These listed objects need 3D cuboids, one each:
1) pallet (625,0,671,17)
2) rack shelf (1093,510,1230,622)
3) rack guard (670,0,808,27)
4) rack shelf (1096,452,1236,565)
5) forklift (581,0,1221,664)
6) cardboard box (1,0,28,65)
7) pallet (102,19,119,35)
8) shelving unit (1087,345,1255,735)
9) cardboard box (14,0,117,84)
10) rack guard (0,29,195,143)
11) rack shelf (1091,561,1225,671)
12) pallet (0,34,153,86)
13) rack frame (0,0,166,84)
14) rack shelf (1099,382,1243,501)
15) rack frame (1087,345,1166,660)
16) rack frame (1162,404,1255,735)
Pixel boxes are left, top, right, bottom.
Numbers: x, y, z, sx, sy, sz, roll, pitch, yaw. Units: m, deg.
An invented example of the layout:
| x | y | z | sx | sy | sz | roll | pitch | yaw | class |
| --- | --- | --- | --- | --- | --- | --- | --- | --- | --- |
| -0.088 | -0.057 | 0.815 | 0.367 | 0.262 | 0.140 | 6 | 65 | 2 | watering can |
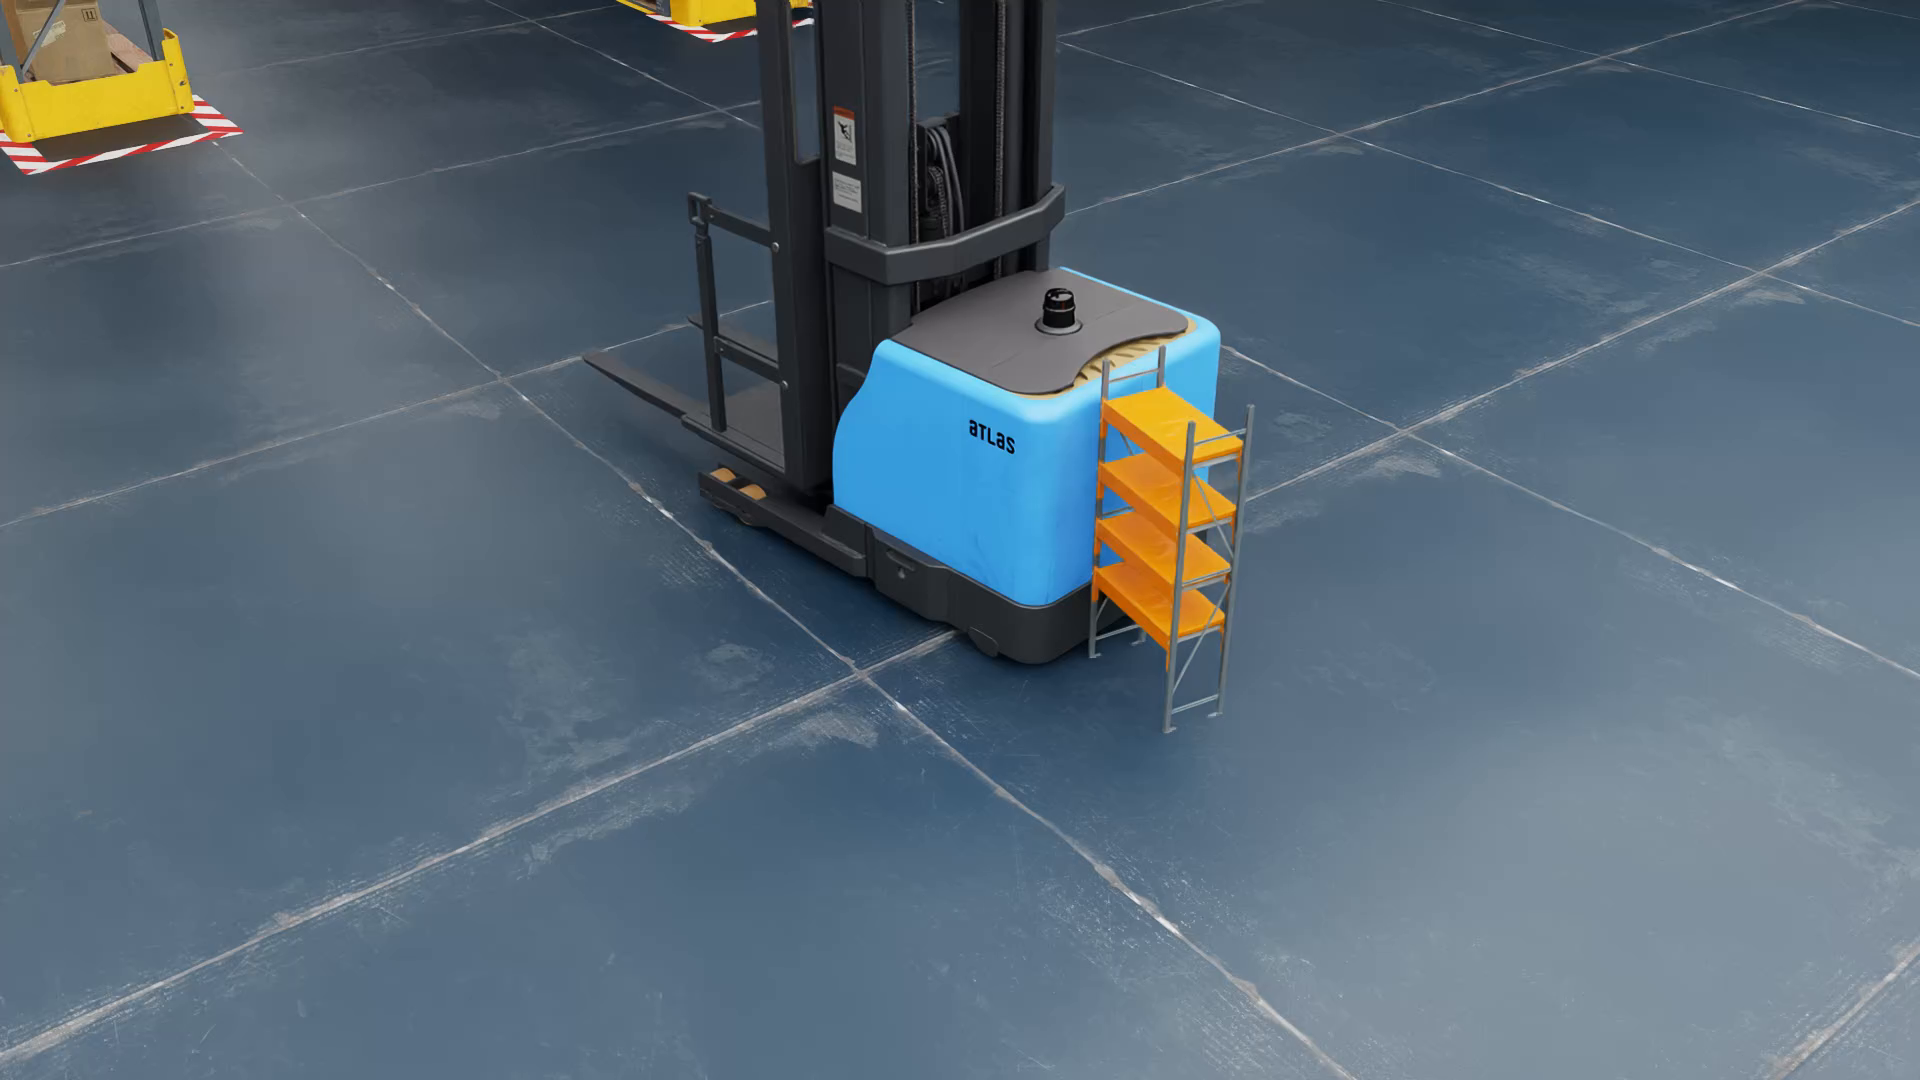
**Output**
| x | y | z | sx | sy | sz | roll | pitch | yaw | class |
| --- | --- | --- | --- | --- | --- | --- | --- | --- | --- |
| -2.387 | -4.793 | 14.267 | 1.003 | 0.211 | 1.213 | -22 | 38 | -31 | pallet |
| 0.688 | 0.066 | 5.635 | 0.258 | 0.148 | 0.480 | -16 | 35 | -23 | rack shelf |
| -1.820 | -4.598 | 13.679 | 1.175 | 0.500 | 0.348 | -22 | 38 | -31 | rack guard |
| 0.688 | -0.124 | 5.517 | 0.258 | 0.148 | 0.480 | -16 | 35 | -23 | rack shelf |
| -0.446 | -1.478 | 6.352 | 3.031 | 2.935 | 1.130 | 28 | 41 | 37 | forklift |
| -6.578 | -3.727 | 11.879 | 0.500 | 0.500 | 0.500 | -12 | 34 | -19 | cardboard box |
| -7.076 | -3.812 | 12.688 | 1.003 | 0.211 | 1.213 | -22 | 38 | -31 | pallet |
| 0.688 | 0.009 | 5.599 | 0.258 | 1.200 | 0.503 | -16 | 35 | -23 | shelving unit |
| -6.185 | -3.489 | 11.496 | 0.500 | 0.500 | 0.500 | -15 | 35 | -23 | cardboard box |
| -5.862 | -3.077 | 11.230 | 1.175 | 0.500 | 0.348 | -22 | 38 | -31 | rack guard |
| 0.688 | 0.234 | 5.739 | 0.258 | 0.148 | 0.480 | -16 | 35 | -23 | rack shelf |
| -6.332 | -3.304 | 11.870 | 1.003 | 0.211 | 1.213 | -22 | 38 | -31 | pallet |
| -5.815 | -4.107 | 10.519 | 1.000 | 3.000 | 0.127 | -22 | 38 | -31 | rack frame |
| 0.688 | -0.325 | 5.392 | 0.258 | 0.148 | 0.480 | -16 | 35 | -23 | rack shelf |
| 0.574 | -0.105 | 5.782 | 0.240 | 1.200 | 0.015 | -16 | 35 | -23 | rack frame |
| 0.802 | 0.122 | 5.416 | 0.240 | 1.200 | 0.015 | -16 | 35 | -23 | rack frame |
